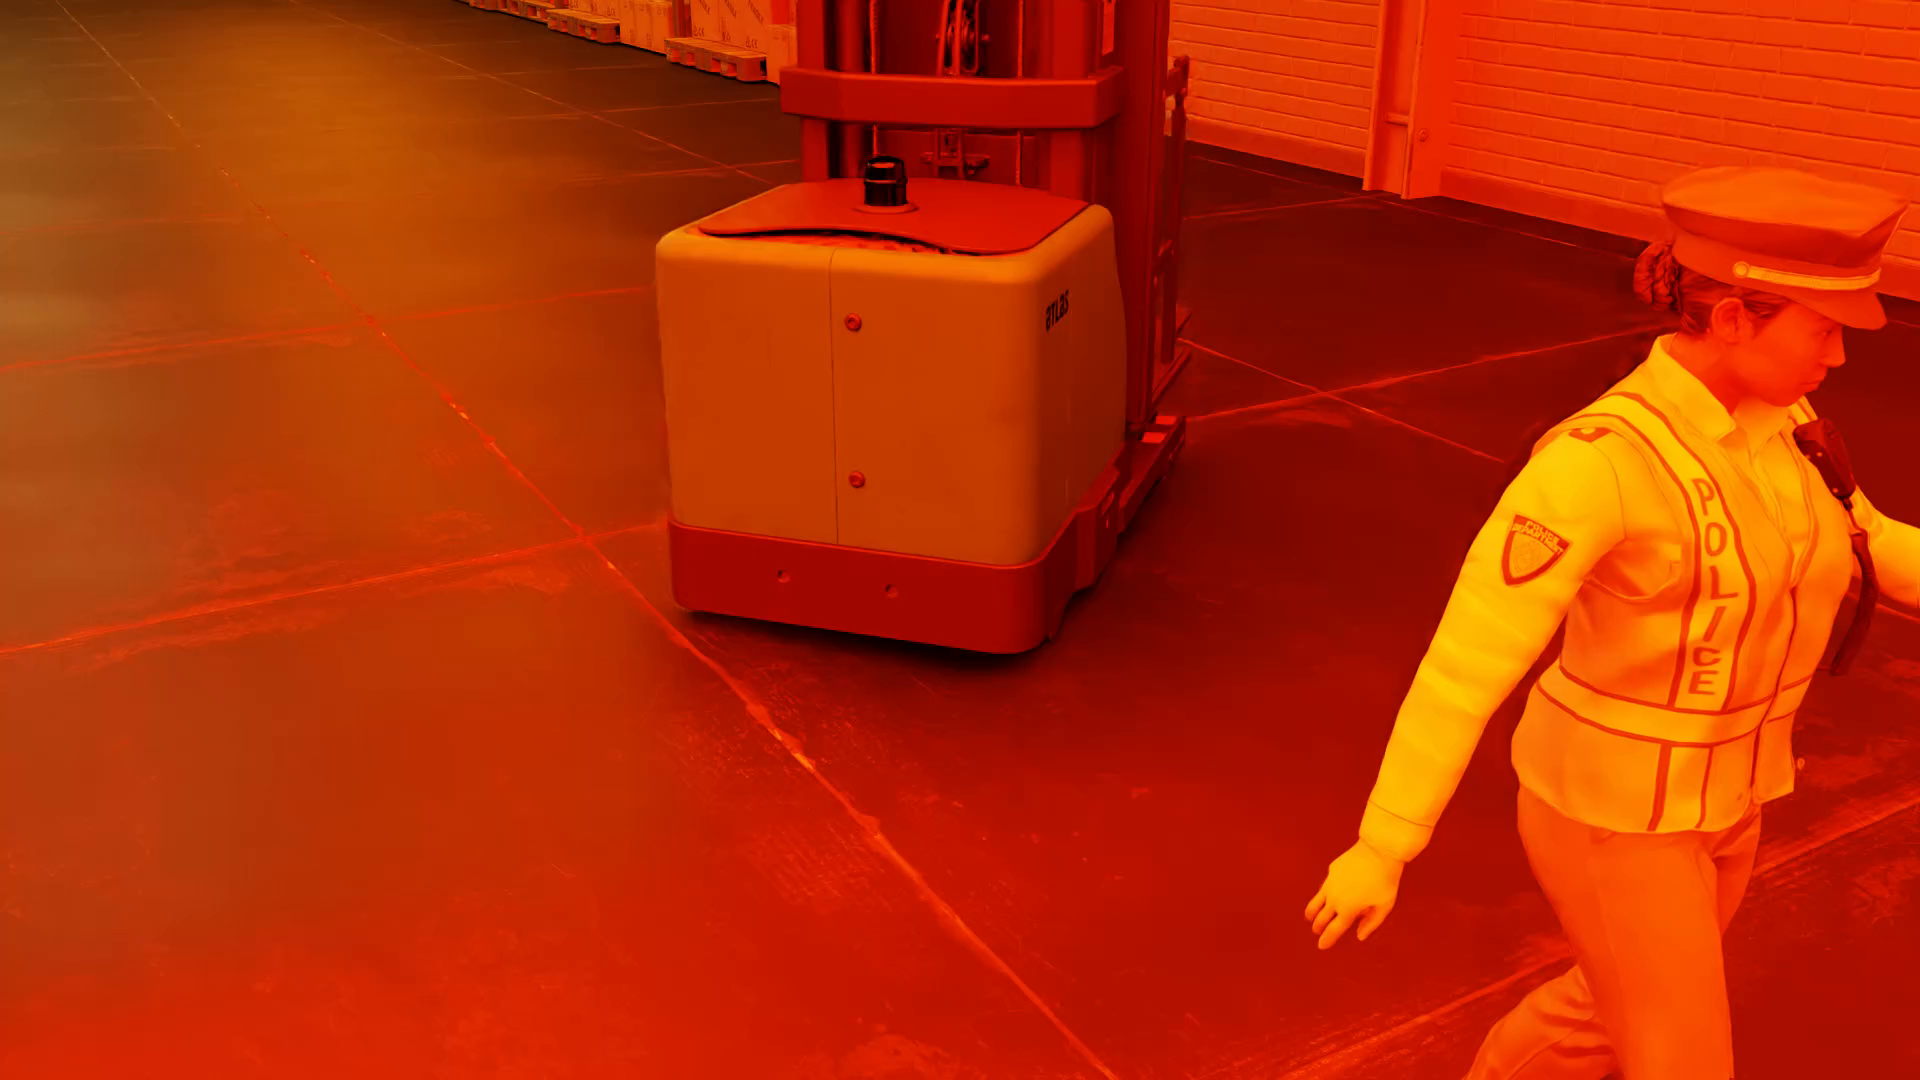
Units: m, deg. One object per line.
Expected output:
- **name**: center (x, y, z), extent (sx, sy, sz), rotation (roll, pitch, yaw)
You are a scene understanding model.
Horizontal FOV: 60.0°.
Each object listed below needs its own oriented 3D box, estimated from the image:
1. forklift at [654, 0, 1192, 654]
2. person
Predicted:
- **forklift**: center (0.155, -1.596, 5.162), extent (1.130, 2.935, 3.031), rotation (7, 23, 17)
- **person**: center (0.902, 0.376, 2.087), extent (0.893, 1.650, 0.711), rotation (-17, 28, -35)
